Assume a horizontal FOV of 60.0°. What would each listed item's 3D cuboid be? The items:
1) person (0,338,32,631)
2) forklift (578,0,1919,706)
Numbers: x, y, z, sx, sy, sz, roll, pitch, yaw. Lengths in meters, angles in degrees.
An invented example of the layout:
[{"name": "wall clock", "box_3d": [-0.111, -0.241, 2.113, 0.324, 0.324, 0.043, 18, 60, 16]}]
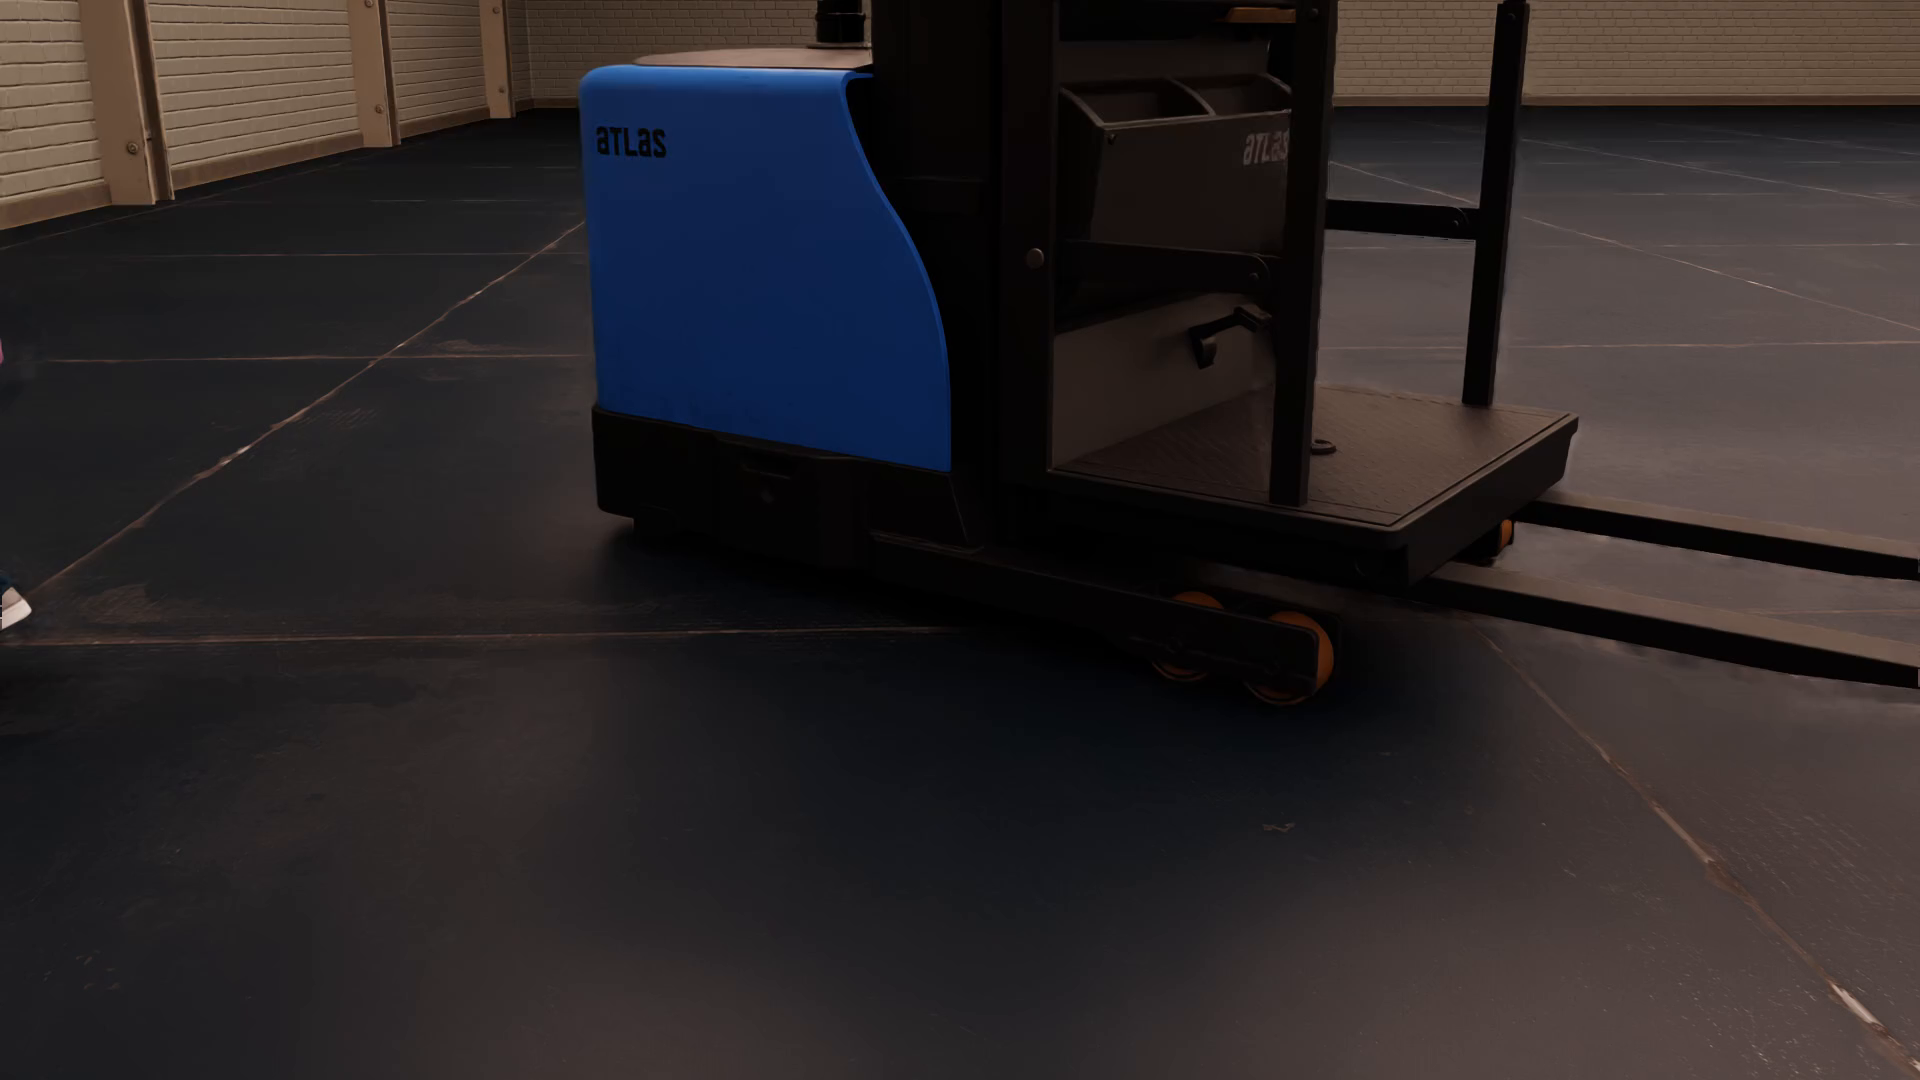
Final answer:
[{"name": "person", "box_3d": [-1.912, -0.259, 2.572, 0.696, 1.367, 0.781, 6, 18, 19]}, {"name": "forklift", "box_3d": [0.638, -1.283, 3.101, 3.031, 2.935, 1.130, 12, 21, 33]}]
